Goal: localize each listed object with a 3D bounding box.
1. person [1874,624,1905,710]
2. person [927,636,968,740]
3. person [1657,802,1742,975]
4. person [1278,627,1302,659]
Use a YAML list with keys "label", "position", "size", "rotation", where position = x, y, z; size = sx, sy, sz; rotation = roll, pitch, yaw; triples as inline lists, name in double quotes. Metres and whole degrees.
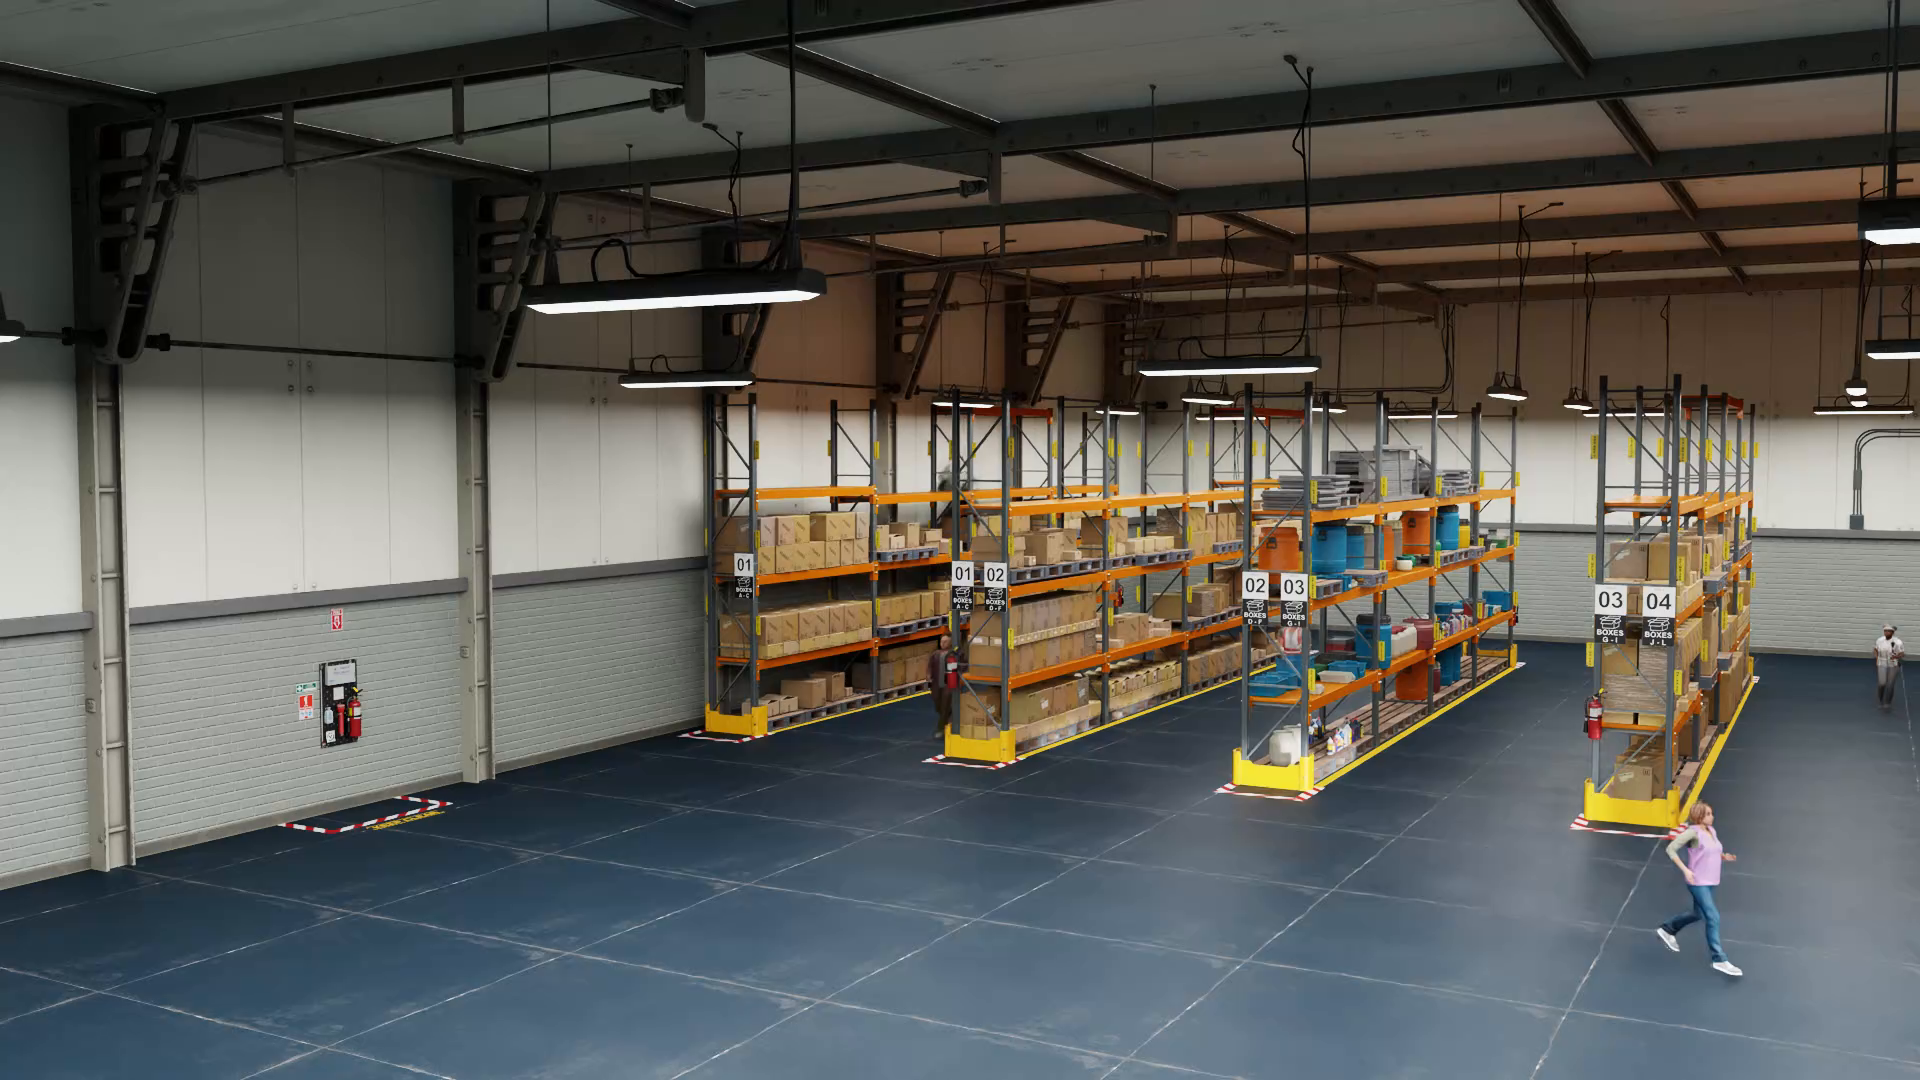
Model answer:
- label: "person"
  position: [17.809, 2.444, 31.903]
  size: [0.552, 1.696, 0.651]
  rotation: [2, 4, 36]
- label: "person"
  position: [-0.252, 2.559, 29.065]
  size: [0.709, 1.749, 0.945]
  rotation: [1, 3, 20]
- label: "person"
  position: [7.141, 3.325, 16.054]
  size: [0.536, 1.561, 0.893]
  rotation: [-2, 4, -39]
- label: "person"
  position: [6.584, 2.329, 32.889]
  size: [0.597, 1.805, 0.967]
  rotation: [1, 3, 15]
